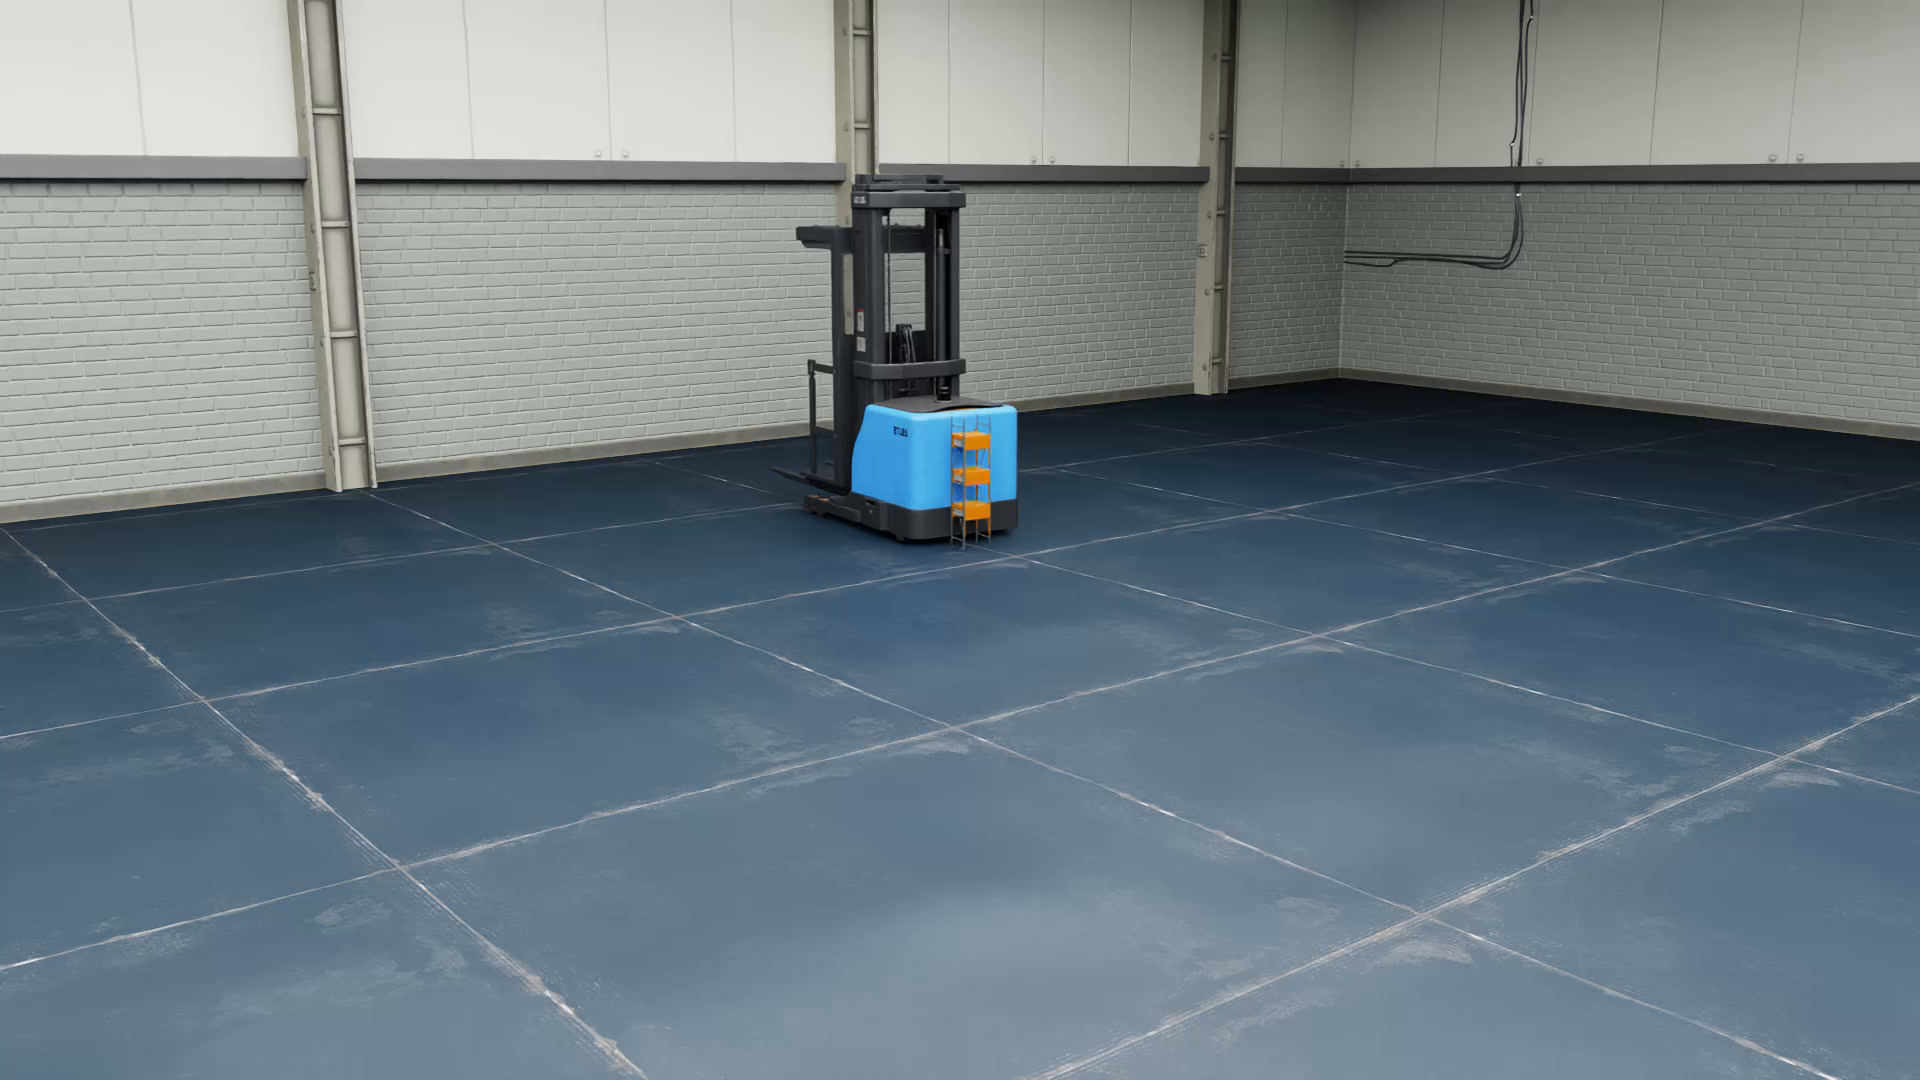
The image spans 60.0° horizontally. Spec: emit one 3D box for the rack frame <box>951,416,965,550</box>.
[{"bbox_3d":[-0.018,-0.452,13.229,0.008,1.050,0.200,-8,14,-32],"label":"rack frame"}]

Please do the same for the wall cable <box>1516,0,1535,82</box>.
[{"bbox_3d":[8.328,-7.146,20.936,0.112,2.526,3.097,-9,15,-38],"label":"wall cable"}]

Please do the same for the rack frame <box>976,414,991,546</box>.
[{"bbox_3d":[0.188,-0.479,13.357,0.008,1.050,0.200,-8,14,-32],"label":"rack frame"}]

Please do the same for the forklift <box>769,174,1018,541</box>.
[{"bbox_3d":[-0.729,-1.681,14.490,1.130,2.935,3.031,-8,14,-32],"label":"forklift"}]

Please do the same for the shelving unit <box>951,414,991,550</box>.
[{"bbox_3d":[0.085,-0.466,13.293,0.252,1.050,0.215,-8,14,-32],"label":"shelving unit"}]

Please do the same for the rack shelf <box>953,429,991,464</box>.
[{"bbox_3d":[0.086,-0.733,13.236,0.240,0.259,0.215,-8,14,-32],"label":"rack shelf"}]

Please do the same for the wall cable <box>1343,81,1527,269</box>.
[{"bbox_3d":[6.638,-5.115,23.527,0.112,2.526,3.097,-9,15,-38],"label":"wall cable"}]

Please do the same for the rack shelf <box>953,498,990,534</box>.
[{"bbox_3d":[0.085,-0.183,13.353,0.240,0.259,0.215,-8,14,-32],"label":"rack shelf"}]

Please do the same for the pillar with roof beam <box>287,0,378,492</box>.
[{"bbox_3d":[-3.169,-4.210,11.793,0.400,9.000,9.100,-9,15,-38],"label":"pillar with roof beam"}]

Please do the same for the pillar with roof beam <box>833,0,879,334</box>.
[{"bbox_3d":[1.516,-4.989,15.459,0.400,9.000,9.100,-9,15,-38],"label":"pillar with roof beam"}]

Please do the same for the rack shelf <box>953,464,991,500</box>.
[{"bbox_3d":[0.085,-0.455,13.295,0.240,0.259,0.215,-8,14,-32],"label":"rack shelf"}]

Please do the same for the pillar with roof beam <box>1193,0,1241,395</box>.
[{"bbox_3d":[6.201,-5.768,19.126,0.400,9.000,9.100,-9,15,-38],"label":"pillar with roof beam"}]
